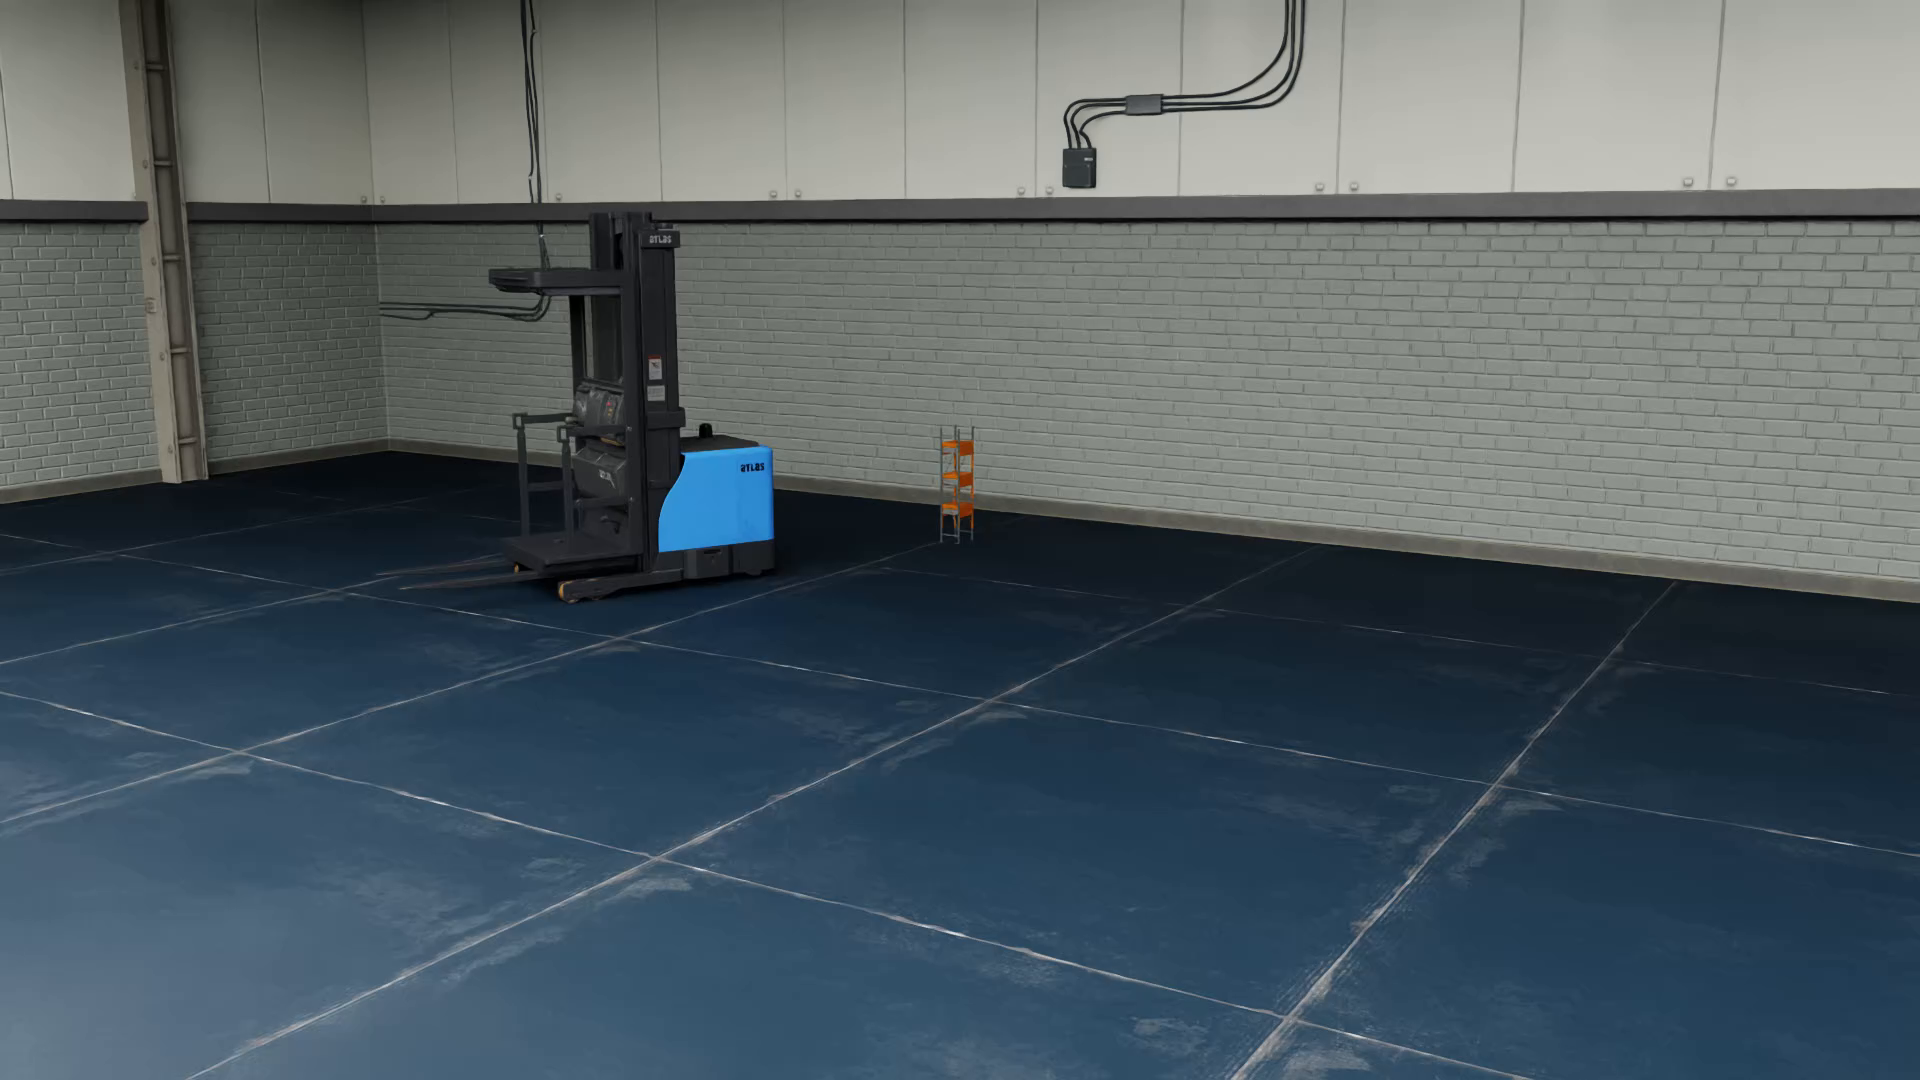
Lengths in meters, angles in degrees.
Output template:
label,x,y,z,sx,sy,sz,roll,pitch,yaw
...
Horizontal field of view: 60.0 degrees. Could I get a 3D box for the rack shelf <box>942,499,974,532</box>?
label,x,y,z,sx,sy,sz,roll,pitch,yaw
rack shelf,-0.028,-0.224,15.162,0.215,0.259,0.240,6,12,31

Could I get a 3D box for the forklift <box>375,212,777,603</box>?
label,x,y,z,sx,sy,sz,roll,pitch,yaw
forklift,-3.017,-1.069,12.996,3.031,2.935,1.130,-7,13,-33

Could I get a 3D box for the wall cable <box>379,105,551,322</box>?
label,x,y,z,sx,sy,sz,roll,pitch,yaw
wall cable,-6.131,-3.911,20.125,3.097,2.526,0.112,6,12,31

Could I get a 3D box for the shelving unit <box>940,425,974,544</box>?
label,x,y,z,sx,sy,sz,roll,pitch,yaw
shelving unit,-0.028,-0.508,15.108,0.215,1.050,0.252,6,12,31

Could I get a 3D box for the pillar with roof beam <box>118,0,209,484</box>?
label,x,y,z,sx,sy,sz,roll,pitch,yaw
pillar with roof beam,-5.112,-4.689,15.842,9.100,9.000,0.400,6,12,31

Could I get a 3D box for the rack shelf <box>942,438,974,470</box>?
label,x,y,z,sx,sy,sz,roll,pitch,yaw
rack shelf,-0.028,-0.776,15.058,0.215,0.259,0.240,6,12,31

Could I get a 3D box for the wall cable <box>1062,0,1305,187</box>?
label,x,y,z,sx,sy,sz,roll,pitch,yaw
wall cable,1.974,-6.200,14.668,2.305,6.003,0.169,6,12,31

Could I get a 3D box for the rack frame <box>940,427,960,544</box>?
label,x,y,z,sx,sy,sz,roll,pitch,yaw
rack frame,-0.091,-0.488,15.006,0.200,1.050,0.008,6,12,31

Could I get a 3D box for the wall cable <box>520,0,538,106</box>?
label,x,y,z,sx,sy,sz,roll,pitch,yaw
wall cable,-3.819,-6.135,18.280,3.097,2.526,0.112,6,12,31

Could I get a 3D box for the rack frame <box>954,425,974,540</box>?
label,x,y,z,sx,sy,sz,roll,pitch,yaw
rack frame,0.036,-0.527,15.211,0.200,1.050,0.008,6,12,31

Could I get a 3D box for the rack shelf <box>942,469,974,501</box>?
label,x,y,z,sx,sy,sz,roll,pitch,yaw
rack shelf,-0.028,-0.497,15.110,0.215,0.259,0.240,6,12,31
